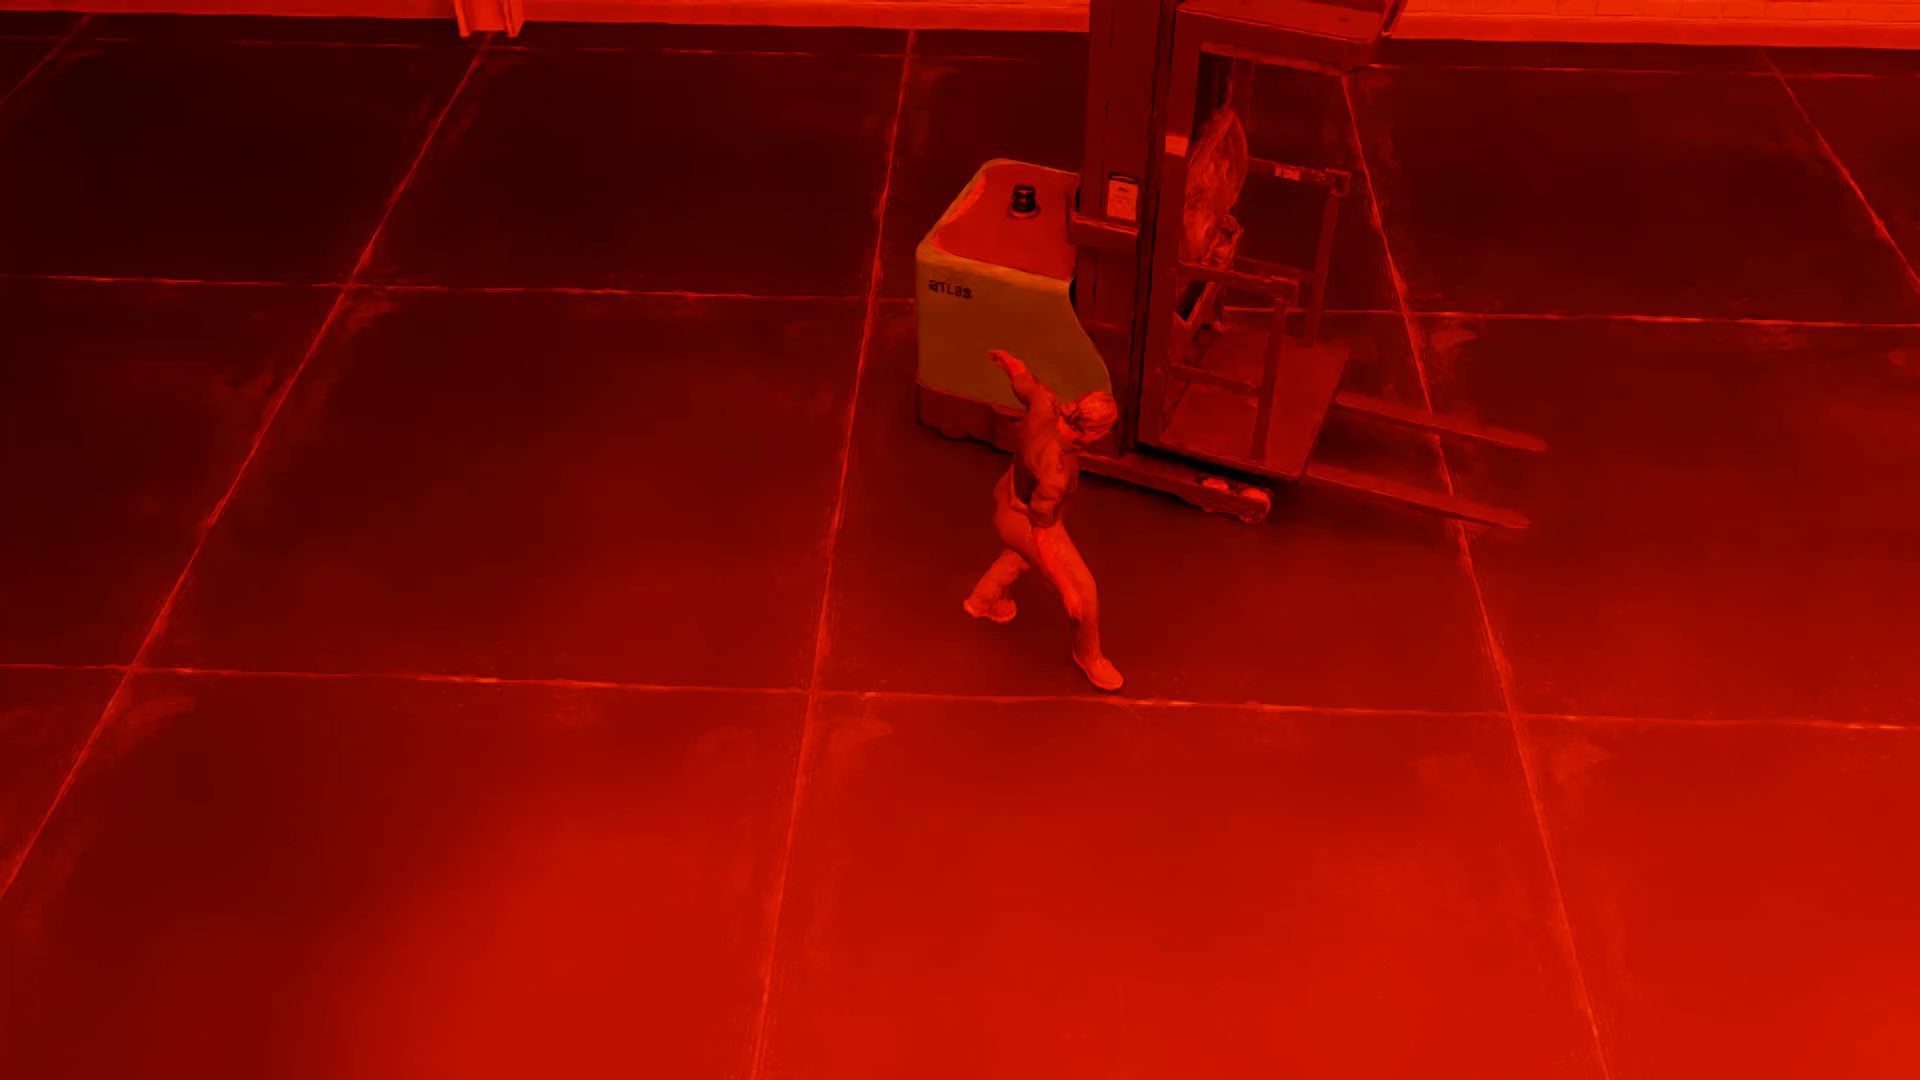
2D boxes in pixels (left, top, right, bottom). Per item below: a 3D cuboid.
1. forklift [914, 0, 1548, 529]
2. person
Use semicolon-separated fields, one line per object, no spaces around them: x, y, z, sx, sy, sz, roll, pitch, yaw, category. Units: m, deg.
1.338;-1.572;7.464;3.031;2.935;1.130;16;45;16;forklift
0.359;-0.164;7.033;0.693;1.423;1.096;0;42;0;person
